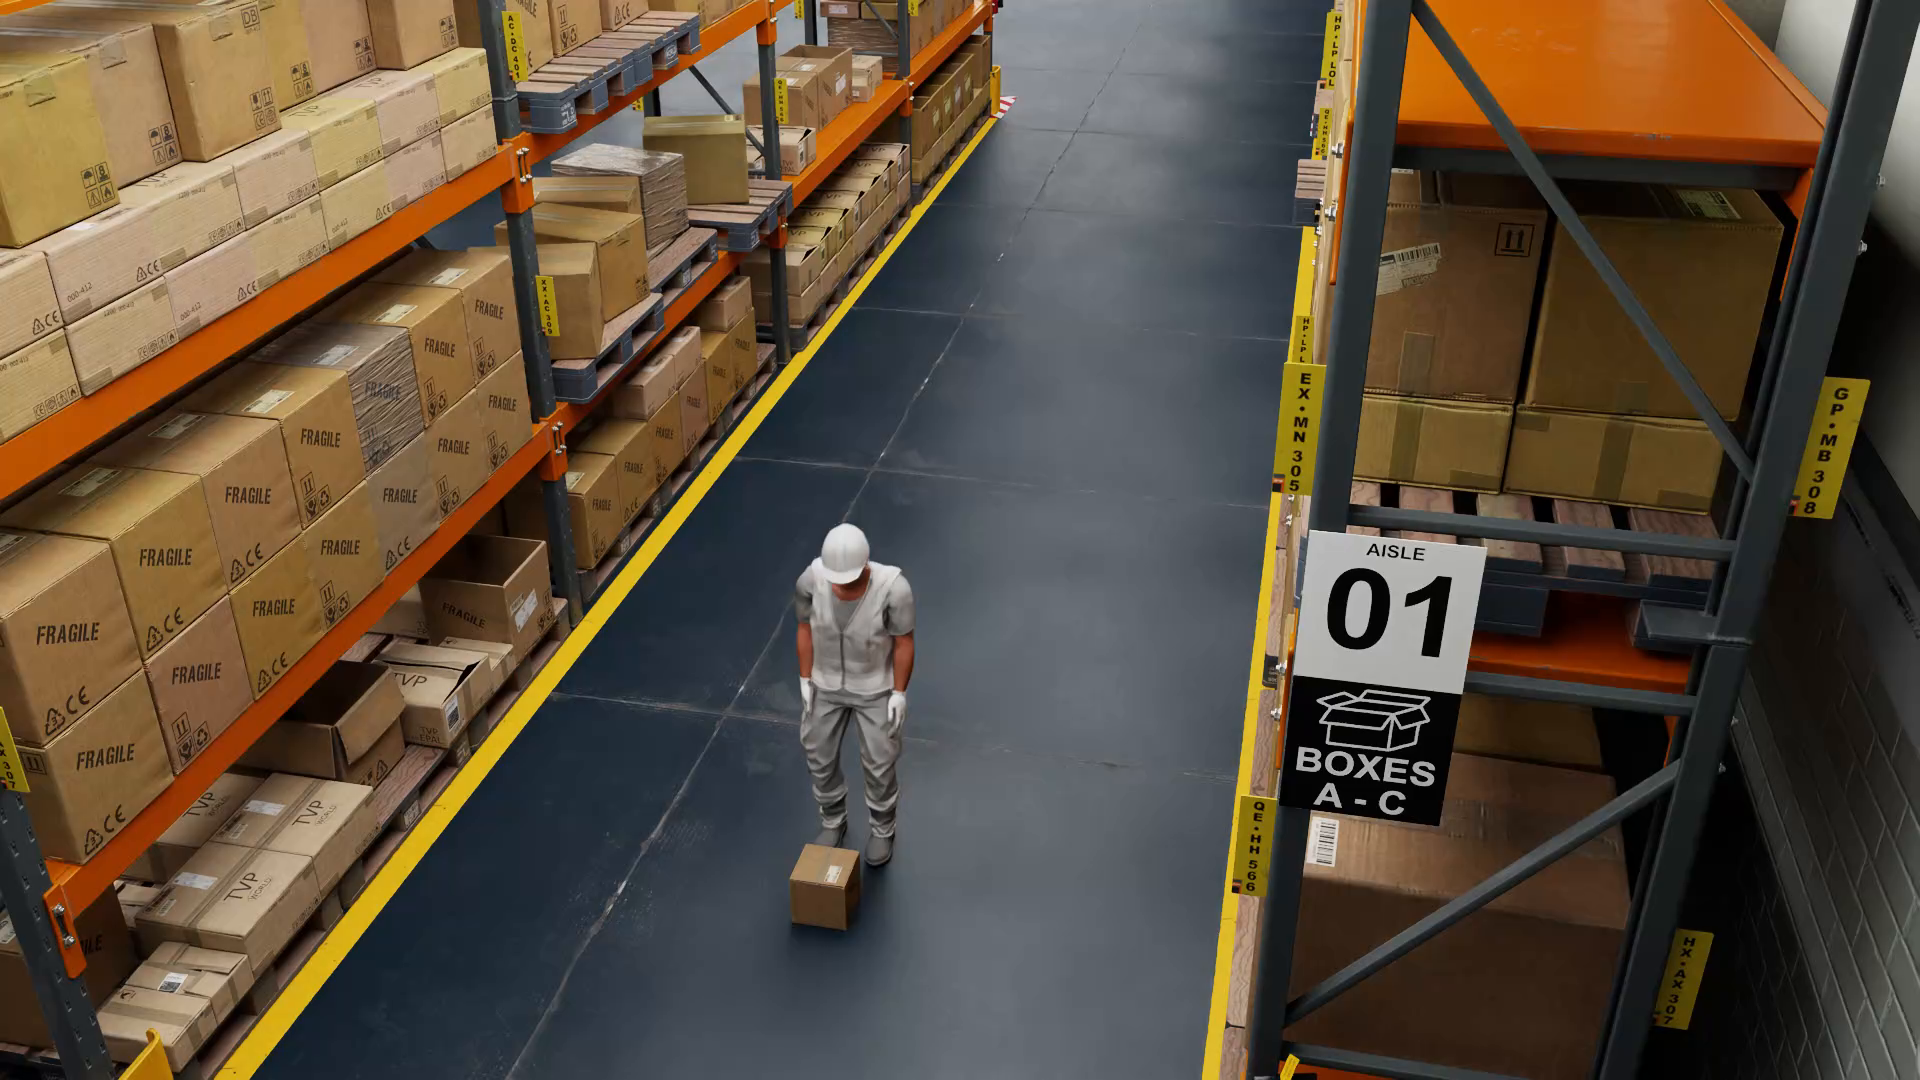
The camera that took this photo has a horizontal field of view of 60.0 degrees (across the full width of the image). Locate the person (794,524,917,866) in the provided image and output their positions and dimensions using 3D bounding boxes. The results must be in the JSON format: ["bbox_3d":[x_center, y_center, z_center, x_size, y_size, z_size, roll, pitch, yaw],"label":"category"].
[{"bbox_3d":[-0.465,0.677,7.402,0.541,1.744,0.443,7,29,12],"label":"person"}]
